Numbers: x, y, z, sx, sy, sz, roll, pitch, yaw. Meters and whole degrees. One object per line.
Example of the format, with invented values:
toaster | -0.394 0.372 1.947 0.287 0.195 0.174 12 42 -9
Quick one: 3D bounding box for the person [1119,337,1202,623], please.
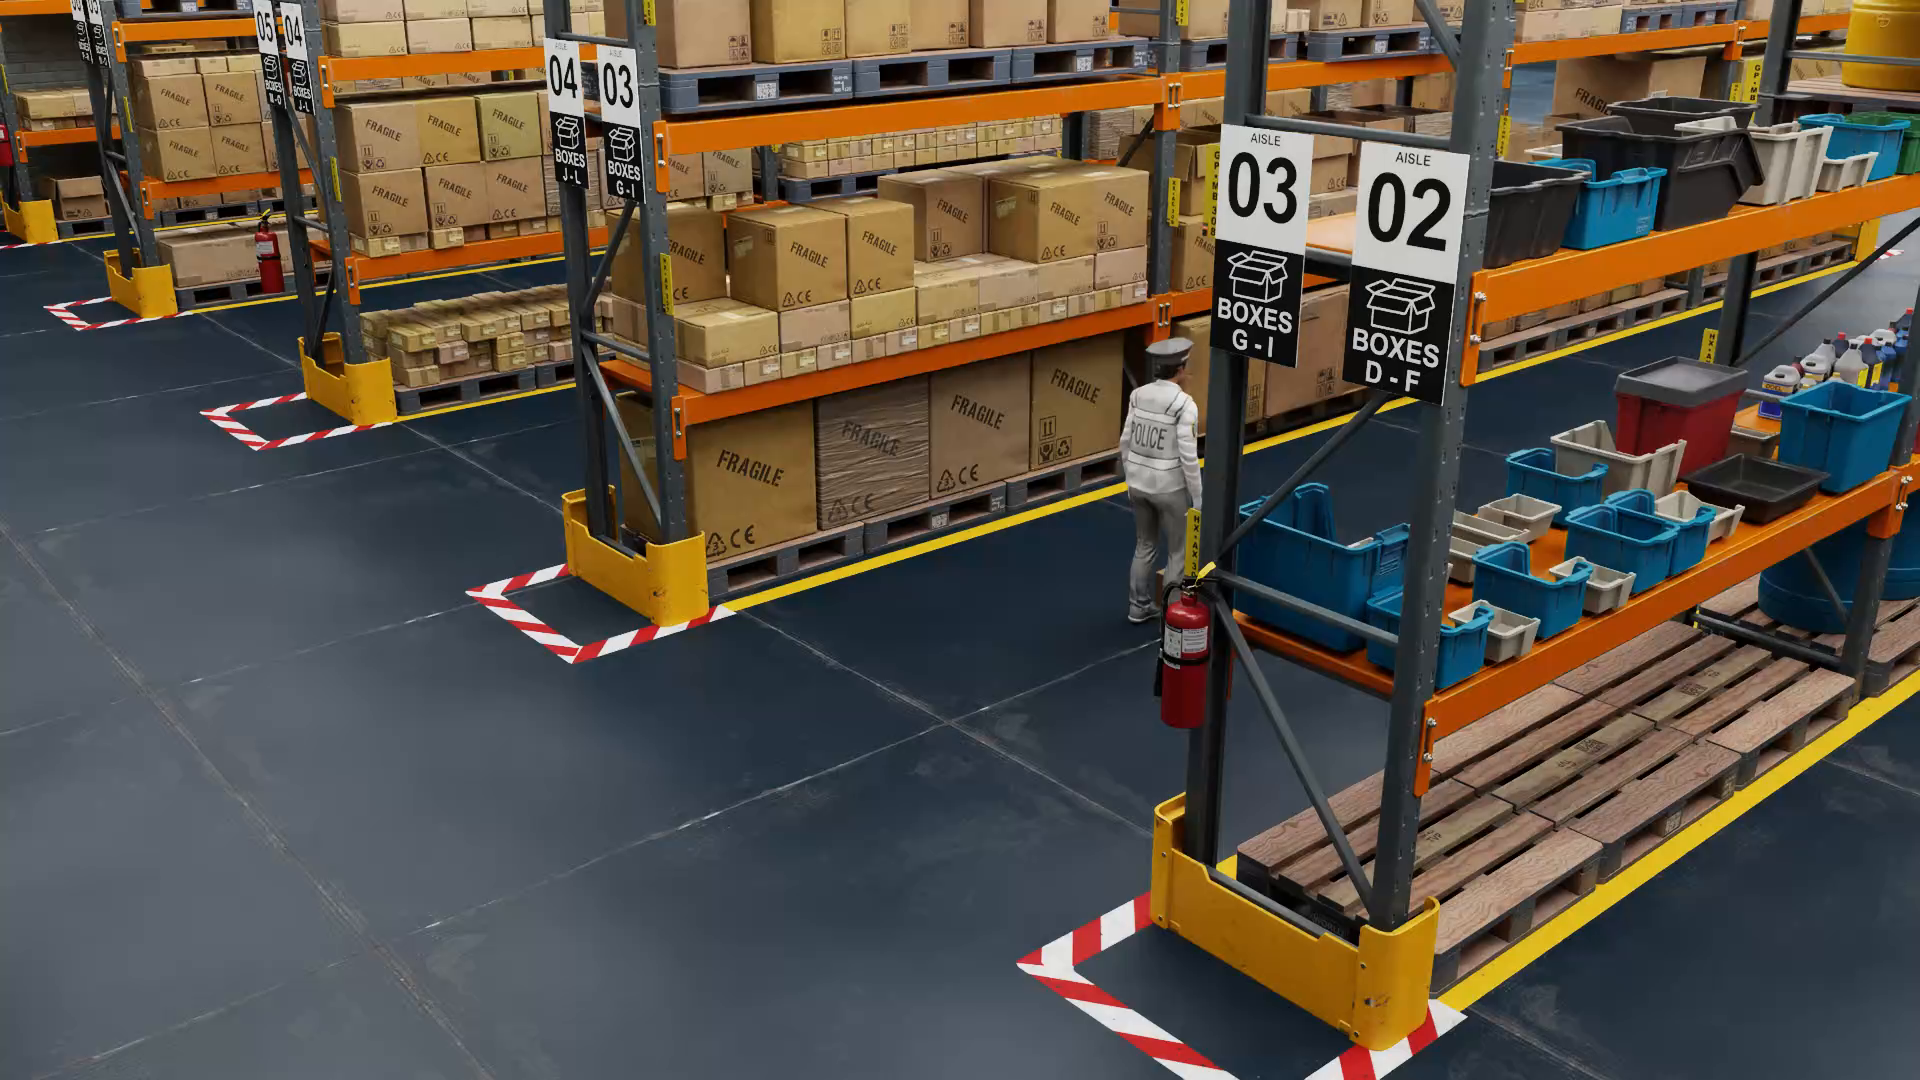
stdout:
person | 1.134 -0.294 9.340 0.374 1.662 0.539 -19 28 -40
